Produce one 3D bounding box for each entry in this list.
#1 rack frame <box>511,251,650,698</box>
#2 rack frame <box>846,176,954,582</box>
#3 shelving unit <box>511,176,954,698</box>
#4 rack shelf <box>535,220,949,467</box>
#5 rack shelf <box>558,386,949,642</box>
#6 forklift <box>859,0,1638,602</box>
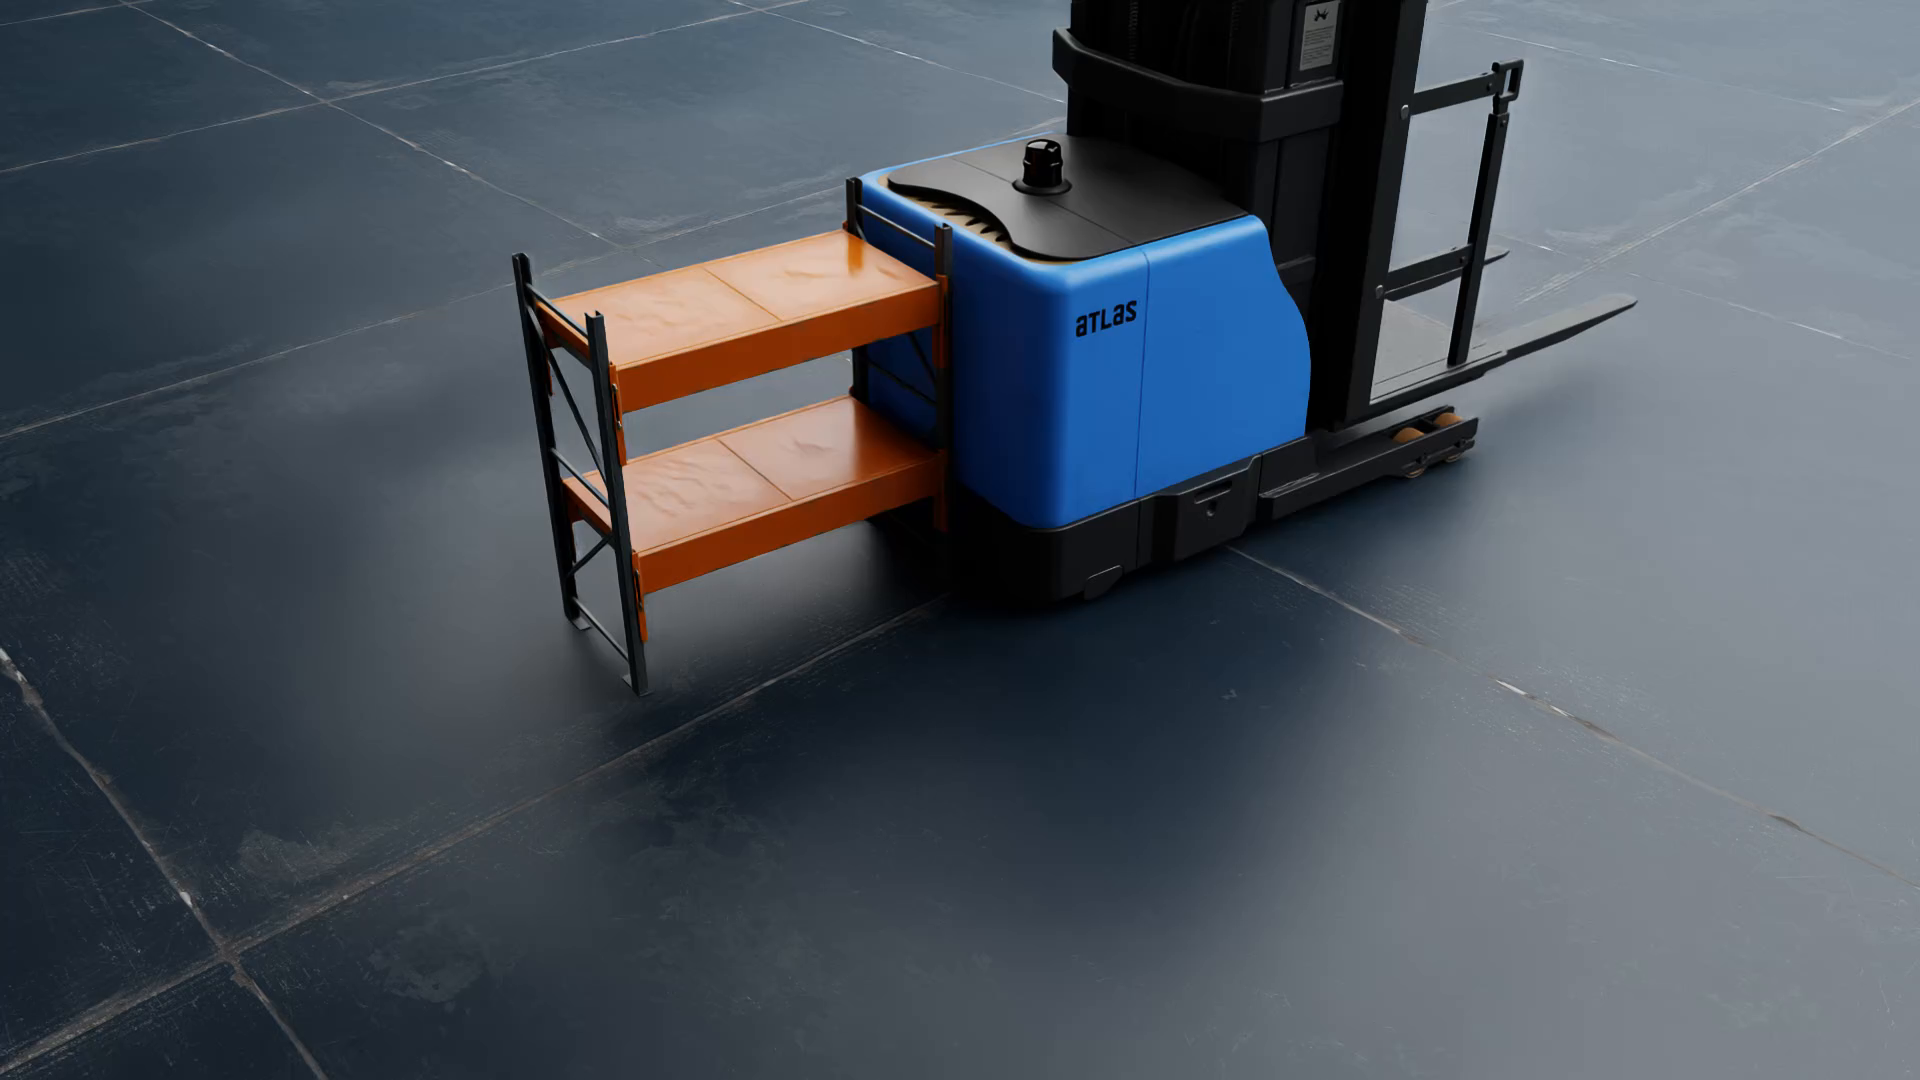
[{"bbox_3d":[-1.007,-0.159,4.431,0.032,1.125,0.500,-20,37,-29],"label":"rack frame"},{"bbox_3d":[-0.175,-0.464,4.930,0.032,1.125,0.500,-20,37,-29],"label":"rack frame"},{"bbox_3d":[-0.591,-0.311,4.681,1.048,1.125,0.538,-20,37,-29],"label":"shelving unit"},{"bbox_3d":[-0.591,-0.561,4.528,1.000,0.278,0.538,-20,37,-29],"label":"rack shelf"},{"bbox_3d":[-0.591,-0.103,4.808,1.000,0.278,0.538,-20,37,-29],"label":"rack shelf"},{"bbox_3d":[1.150,-1.664,5.162,3.031,2.935,1.130,-20,37,-29],"label":"forklift"}]
